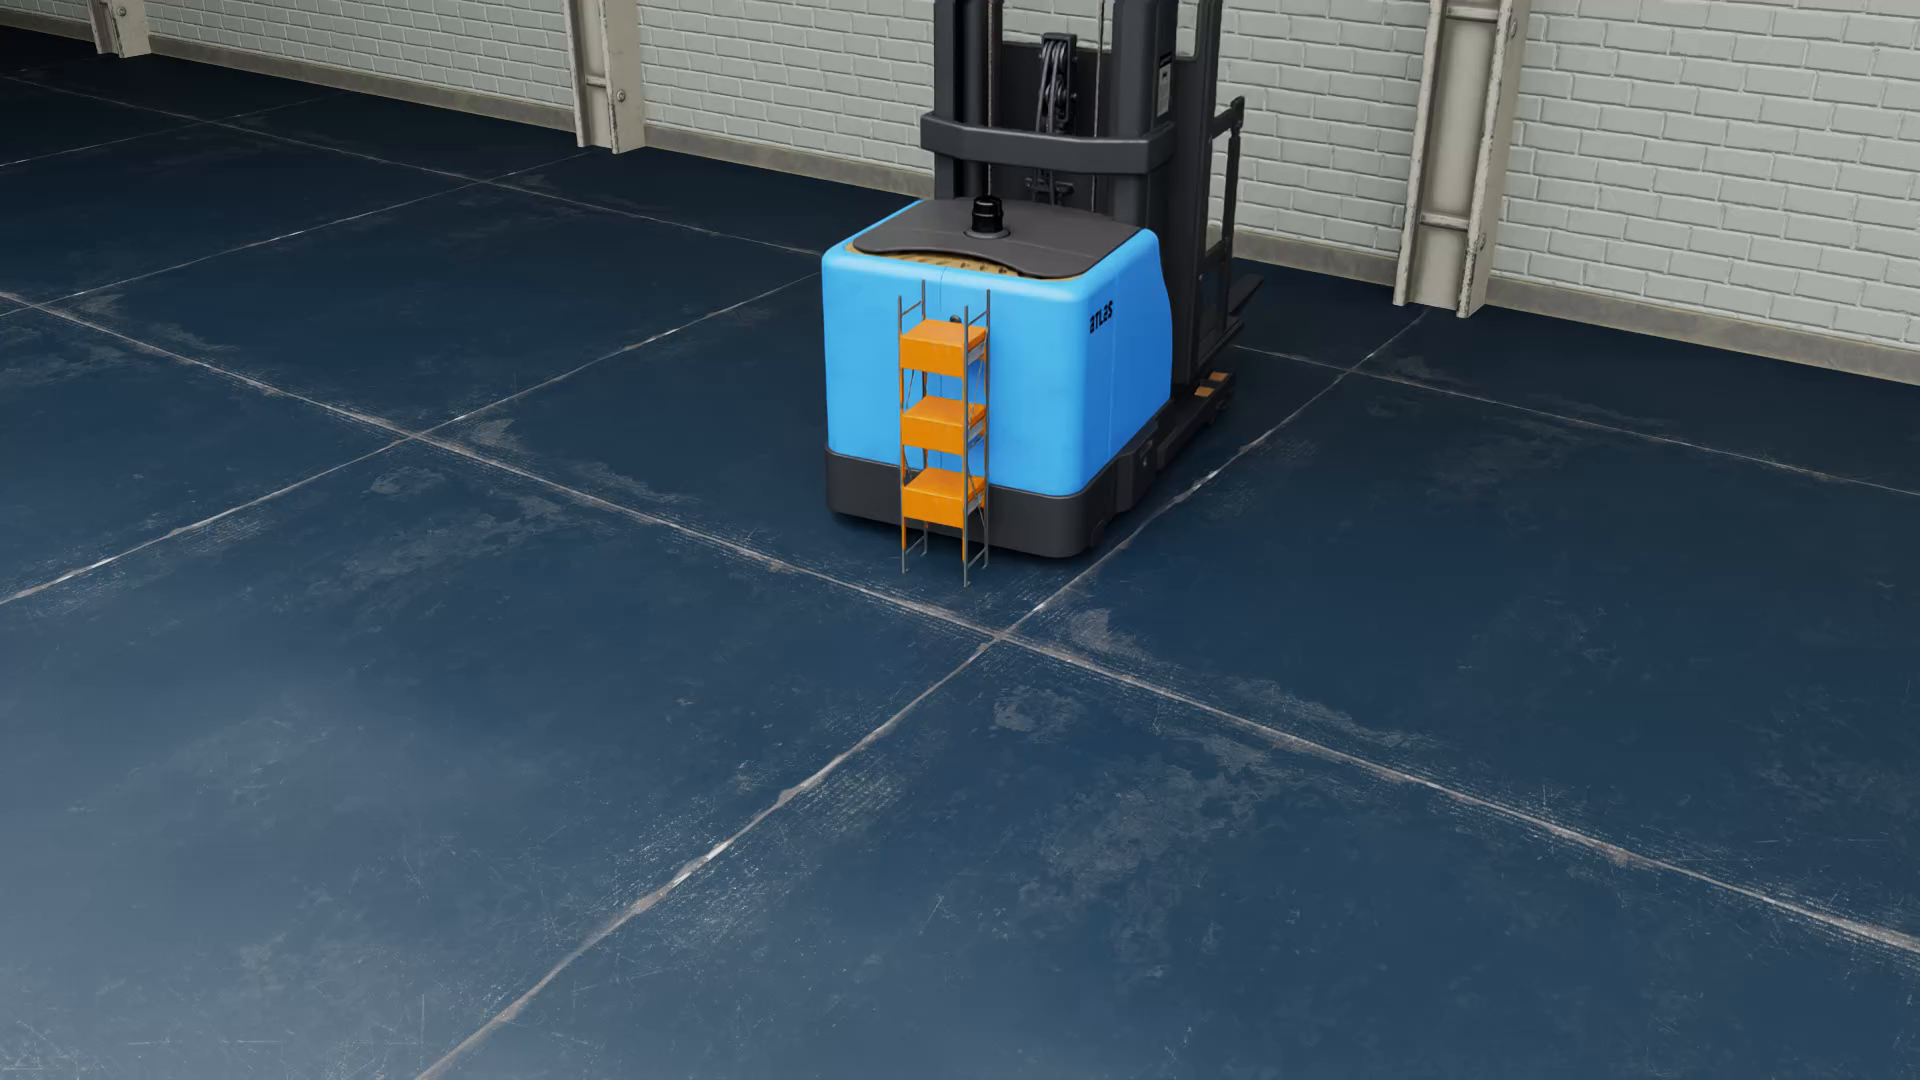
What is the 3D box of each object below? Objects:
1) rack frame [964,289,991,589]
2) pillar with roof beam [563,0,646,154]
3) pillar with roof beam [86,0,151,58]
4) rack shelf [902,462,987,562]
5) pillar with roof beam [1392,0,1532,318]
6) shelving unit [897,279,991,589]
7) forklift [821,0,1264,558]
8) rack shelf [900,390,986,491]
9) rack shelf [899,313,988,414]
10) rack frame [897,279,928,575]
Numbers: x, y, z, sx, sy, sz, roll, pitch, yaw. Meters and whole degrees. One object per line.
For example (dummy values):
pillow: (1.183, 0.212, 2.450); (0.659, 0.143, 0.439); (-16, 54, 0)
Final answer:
rack frame: (0.058, -0.337, 5.754); (0.008, 1.050, 0.200); (12, 29, 22)
pillar with roof beam: (-4.881, -5.179, 6.505); (0.400, 9.000, 9.100); (17, 32, 30)
pillar with roof beam: (-9.826, -6.720, 9.532); (0.400, 9.000, 9.100); (17, 32, 30)
rack shelf: (-0.053, -0.103, 5.930); (0.240, 0.259, 0.215); (12, 29, 22)
pillar with roof beam: (0.065, -3.638, 3.477); (0.400, 9.000, 9.100); (17, 32, 30)
shelving unit: (-0.053, -0.360, 5.800); (0.252, 1.050, 0.215); (12, 29, 22)
forklift: (0.576, -1.884, 6.720); (1.130, 2.935, 3.031); (12, 29, 22)
rack shelf: (-0.053, -0.350, 5.804); (0.240, 0.259, 0.215); (12, 29, 22)
rack shelf: (-0.053, -0.603, 5.676); (0.240, 0.259, 0.215); (12, 29, 22)
rack frame: (-0.164, -0.383, 5.845); (0.008, 1.050, 0.200); (12, 29, 22)
